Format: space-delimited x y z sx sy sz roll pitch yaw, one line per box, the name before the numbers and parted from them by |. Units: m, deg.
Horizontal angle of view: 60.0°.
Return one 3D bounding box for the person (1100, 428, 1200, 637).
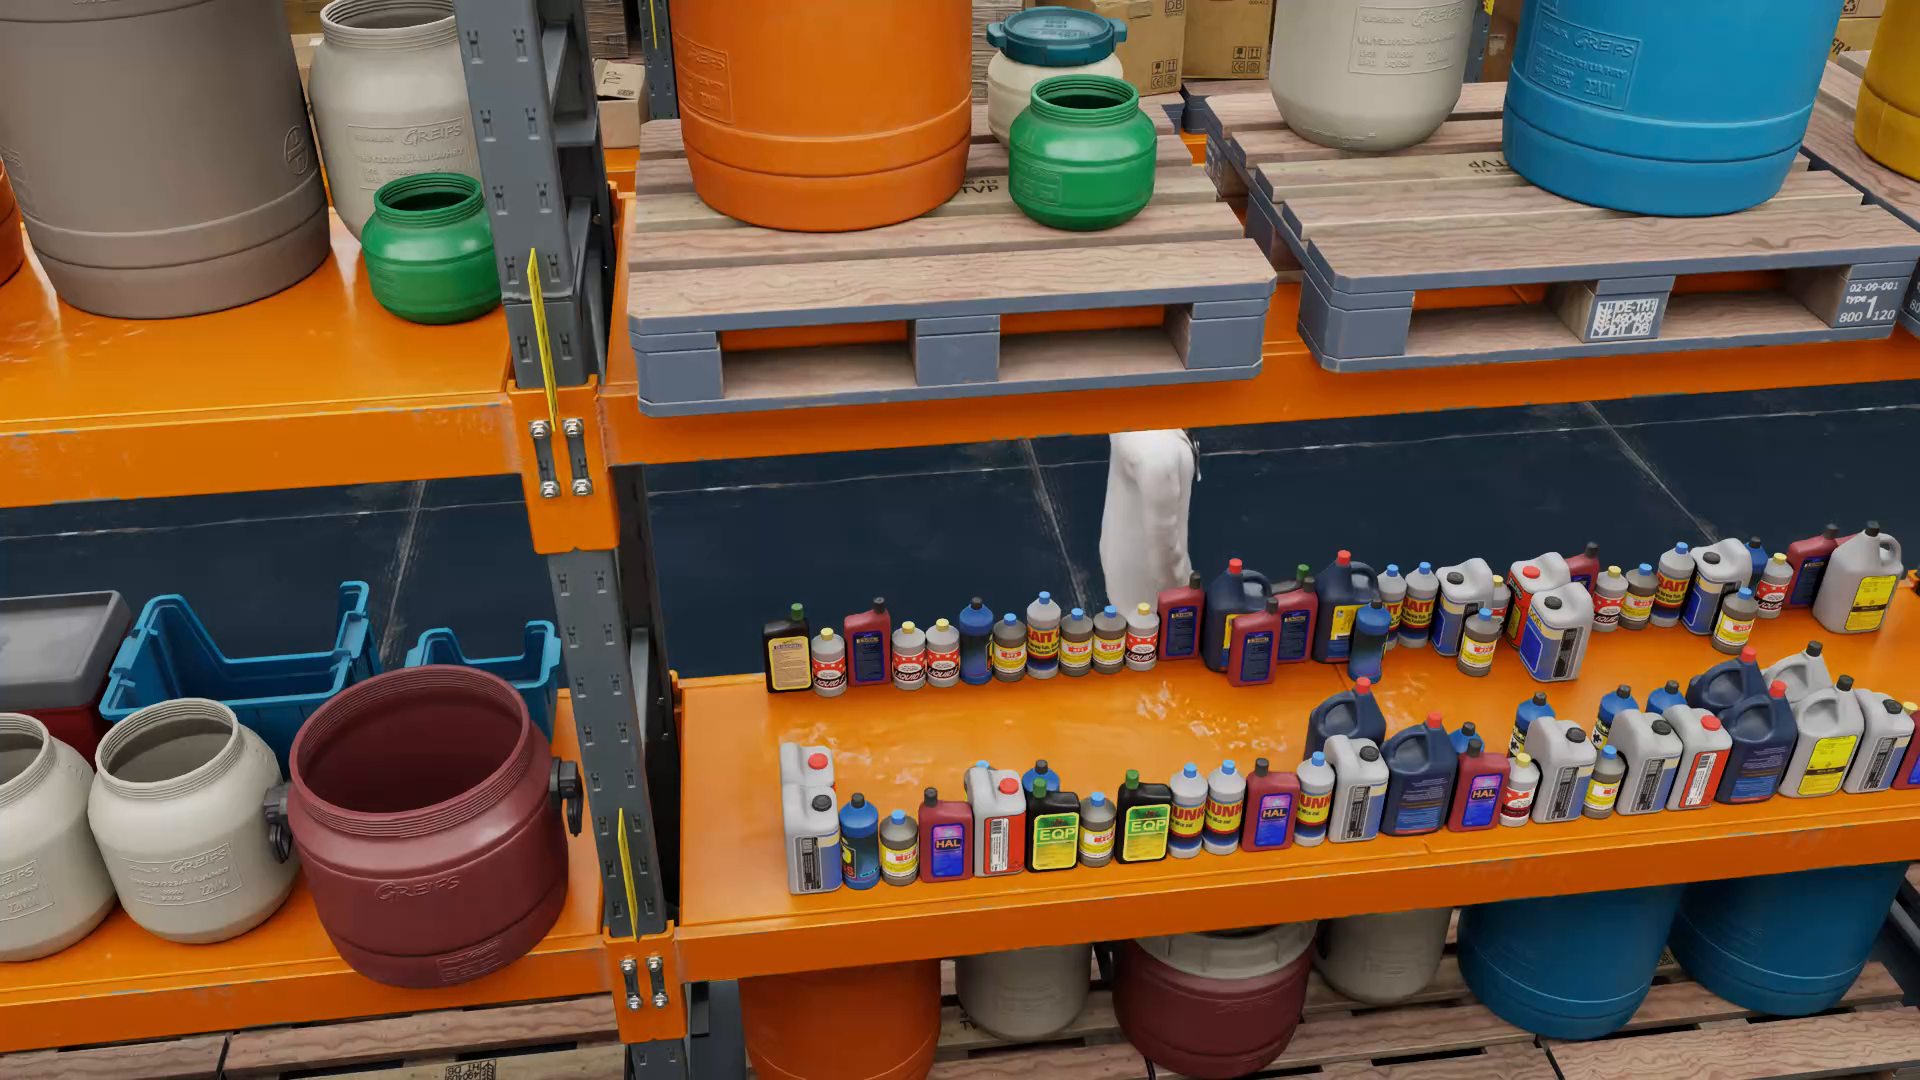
person | 0.702 0.056 6.098 0.378 1.762 0.572 -4 35 -5
